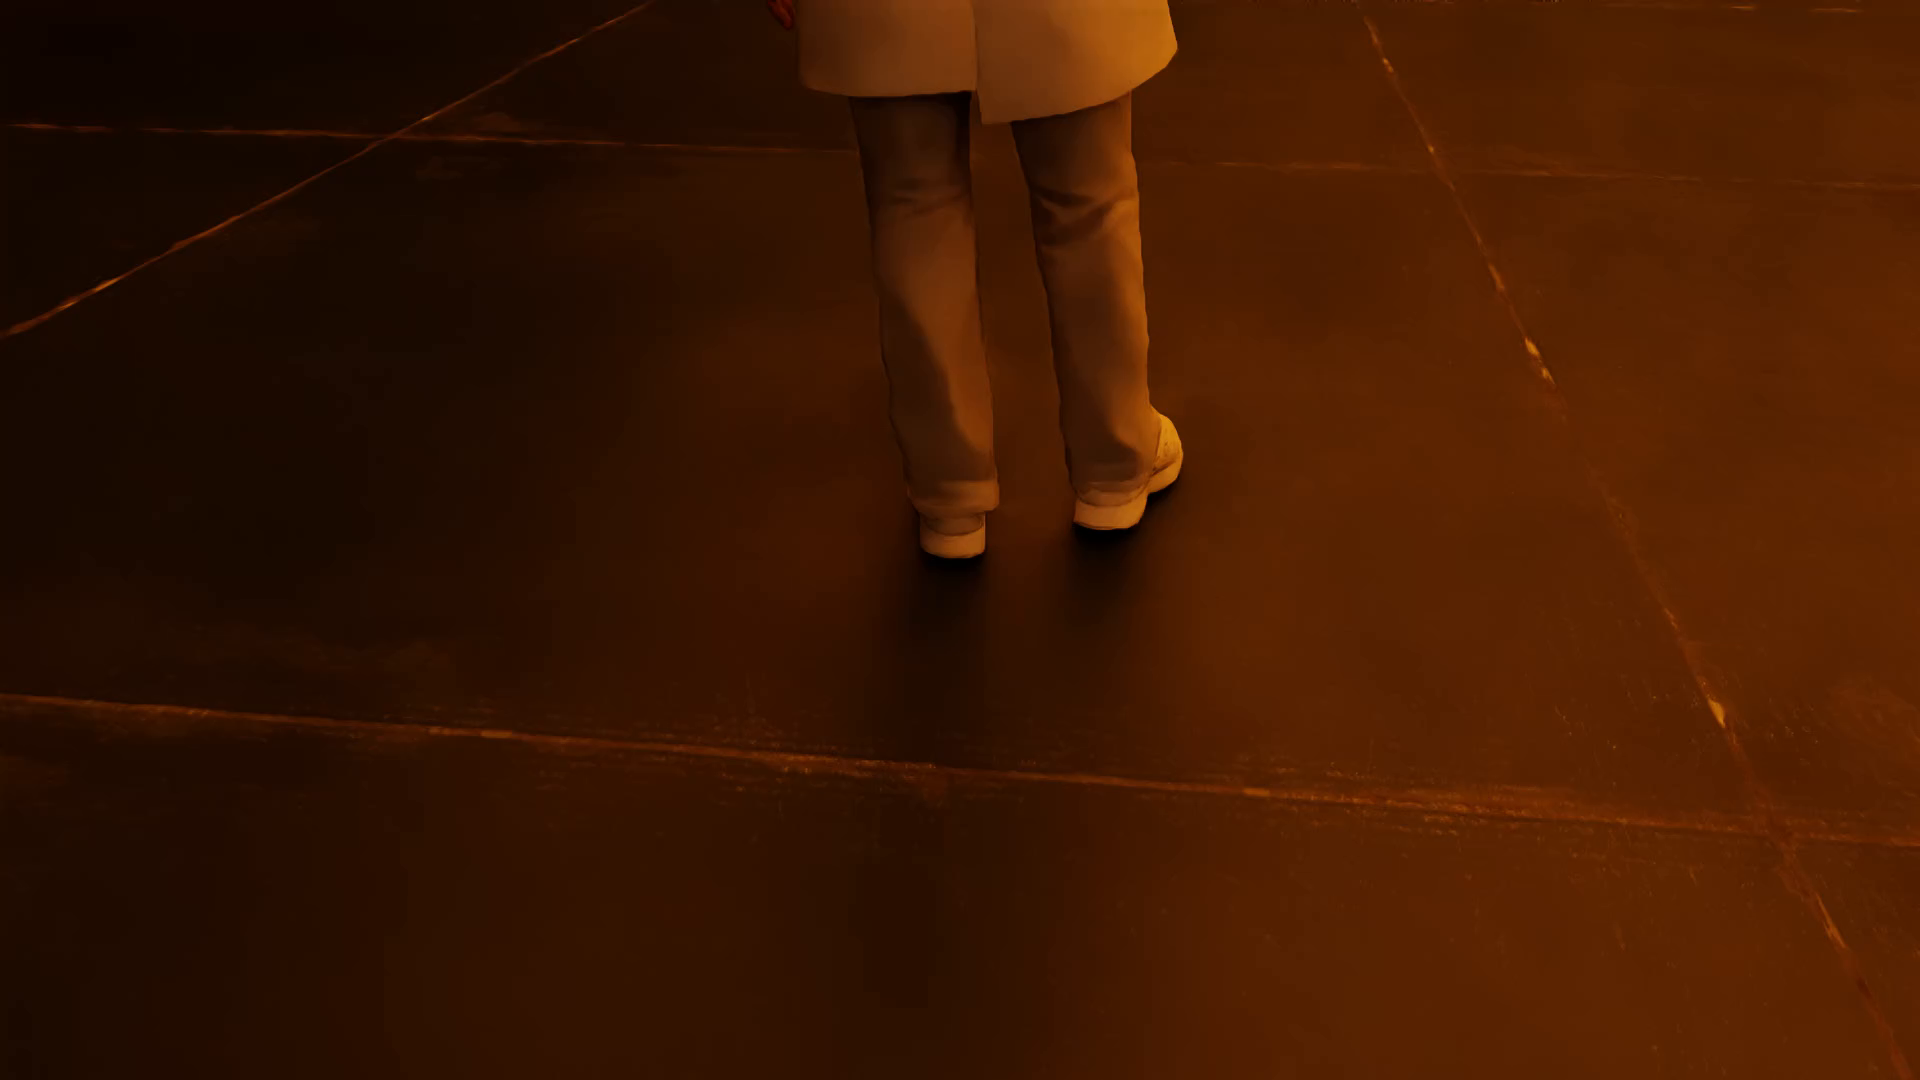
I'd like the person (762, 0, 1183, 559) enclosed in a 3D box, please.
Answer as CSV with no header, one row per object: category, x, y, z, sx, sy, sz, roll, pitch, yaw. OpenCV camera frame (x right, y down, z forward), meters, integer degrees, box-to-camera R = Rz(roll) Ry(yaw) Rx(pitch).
person,0.017,-0.842,2.180,0.694,1.776,0.579,3,27,7
